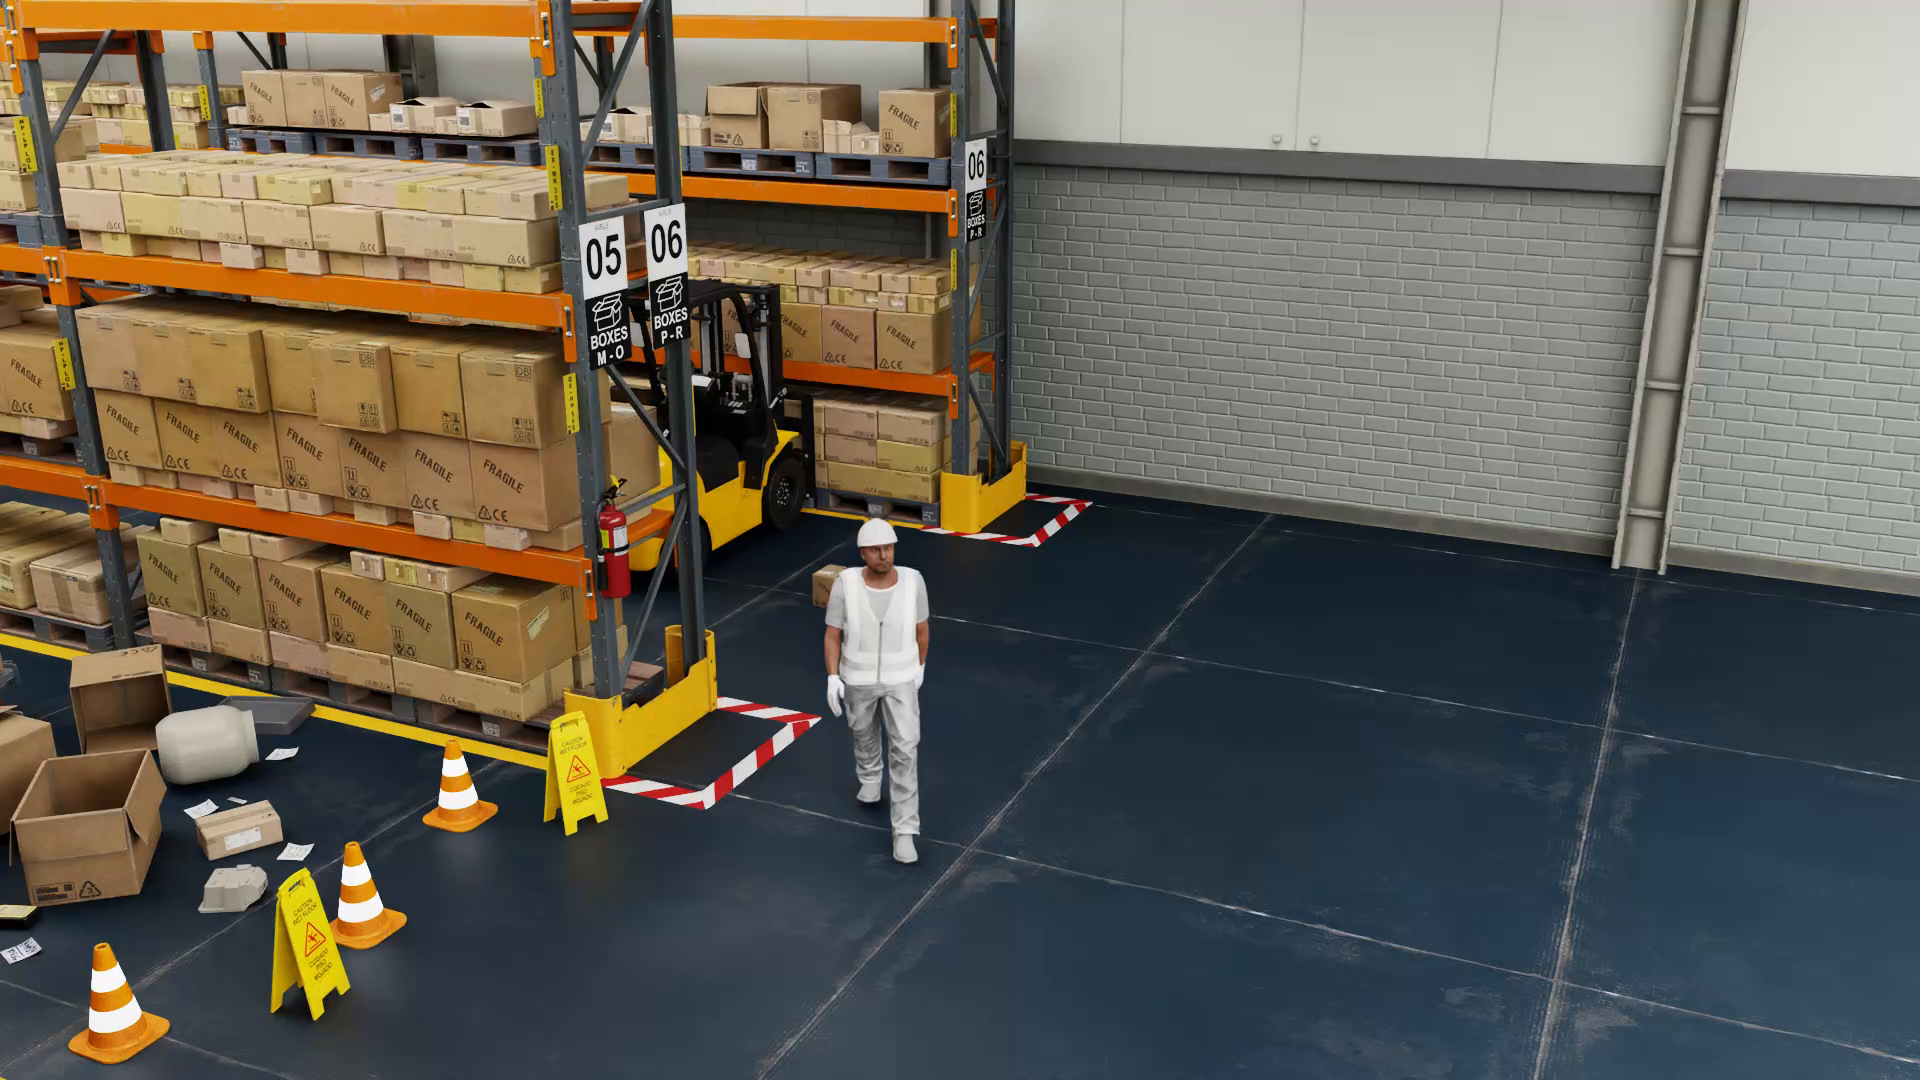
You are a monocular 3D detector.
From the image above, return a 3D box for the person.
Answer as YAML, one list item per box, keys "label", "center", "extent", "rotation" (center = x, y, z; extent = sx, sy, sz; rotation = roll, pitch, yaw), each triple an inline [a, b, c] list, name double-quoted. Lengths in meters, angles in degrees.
- label: "person"
  center: [-0.435, 0.751, 8.803]
  extent: [0.557, 1.729, 1.017]
  rotation: [-1, 19, -2]
